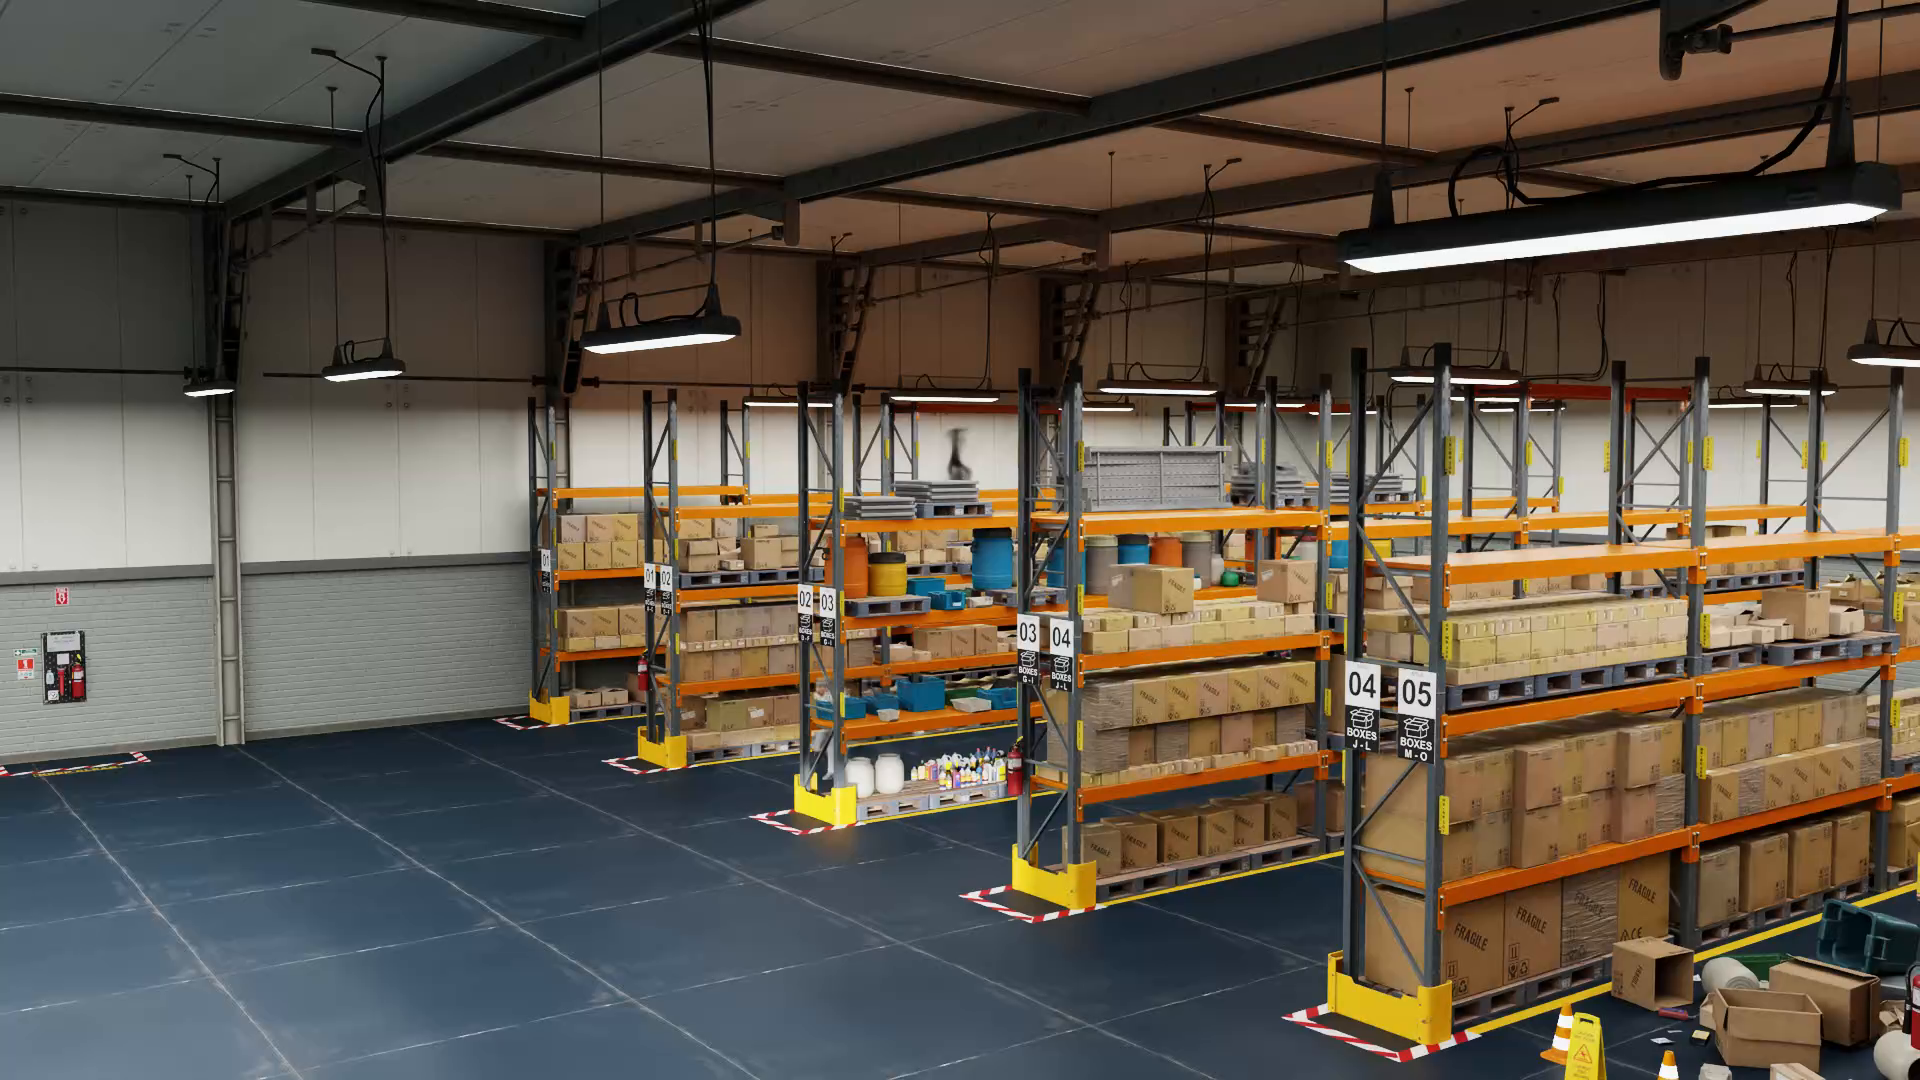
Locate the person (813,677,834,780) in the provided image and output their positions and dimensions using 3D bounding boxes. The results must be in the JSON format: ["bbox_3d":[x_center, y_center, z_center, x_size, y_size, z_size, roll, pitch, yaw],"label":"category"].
[{"bbox_3d":[-2.040,2.879,25.376,0.604,1.604,0.668,2,4,28],"label":"person"}]
